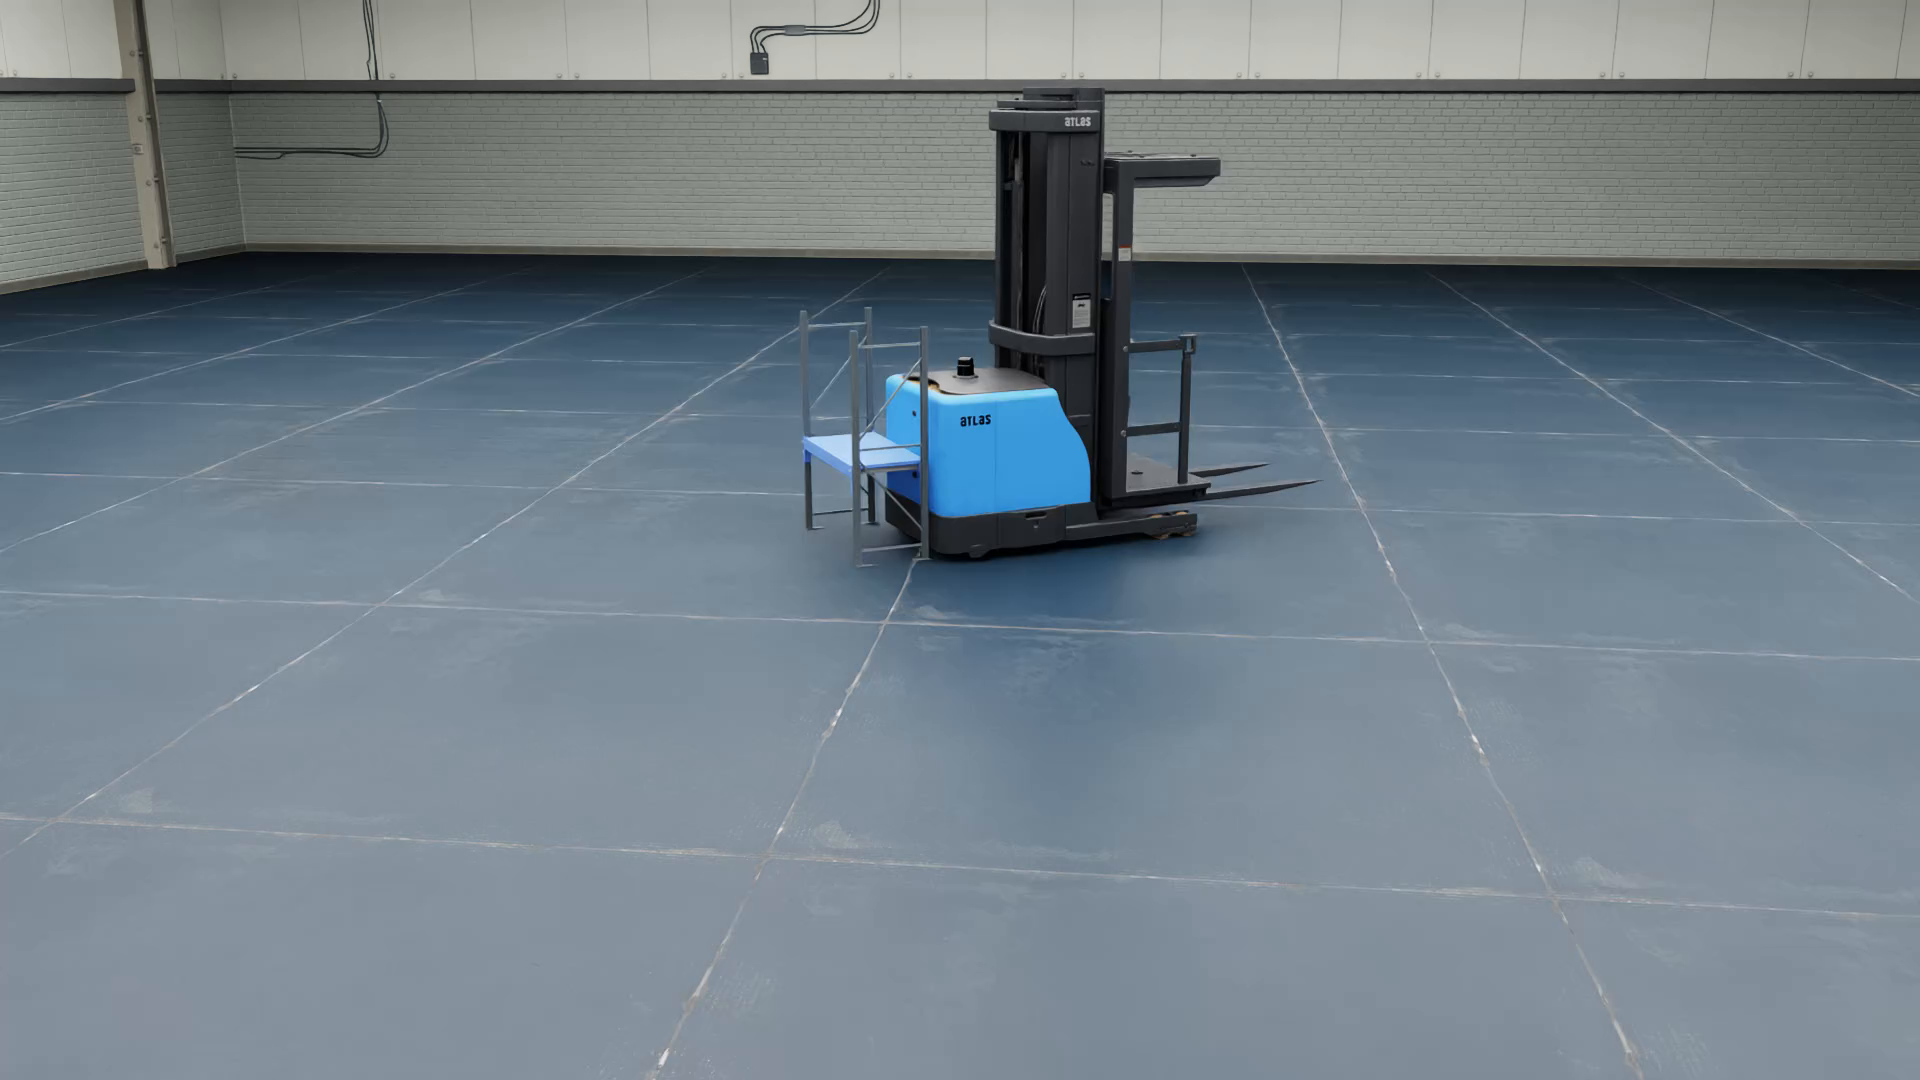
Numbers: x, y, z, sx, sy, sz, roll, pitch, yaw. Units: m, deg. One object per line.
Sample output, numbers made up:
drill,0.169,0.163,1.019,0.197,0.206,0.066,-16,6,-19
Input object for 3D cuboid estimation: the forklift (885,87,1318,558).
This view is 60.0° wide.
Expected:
forklift,1.048,-1.537,11.230,3.031,2.935,1.130,-7,17,-24

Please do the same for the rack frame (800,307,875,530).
rack frame,-0.828,-0.818,11.314,0.500,1.500,0.032,-6,16,-22

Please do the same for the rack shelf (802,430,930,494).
rack shelf,-0.632,-0.522,10.908,0.538,0.185,1.000,-6,16,-22

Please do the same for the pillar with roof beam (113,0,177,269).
pillar with roof beam,-9.332,-8.865,26.709,9.100,9.000,0.400,2,15,6

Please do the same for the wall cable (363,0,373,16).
wall cable,-9.276,-10.577,29.311,3.097,2.526,0.112,2,15,6

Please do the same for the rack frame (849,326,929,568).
rack frame,-0.437,-0.573,10.408,0.500,1.500,0.032,-6,16,-22

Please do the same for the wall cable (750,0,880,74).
wall cable,-2.533,-11.075,28.366,2.305,6.003,0.169,2,15,6

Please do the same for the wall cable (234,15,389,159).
wall cable,-11.964,-8.218,30.265,3.097,2.526,0.112,2,15,6

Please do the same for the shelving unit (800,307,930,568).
shelving unit,-0.632,-0.696,10.861,0.538,1.500,1.048,-6,16,-22
